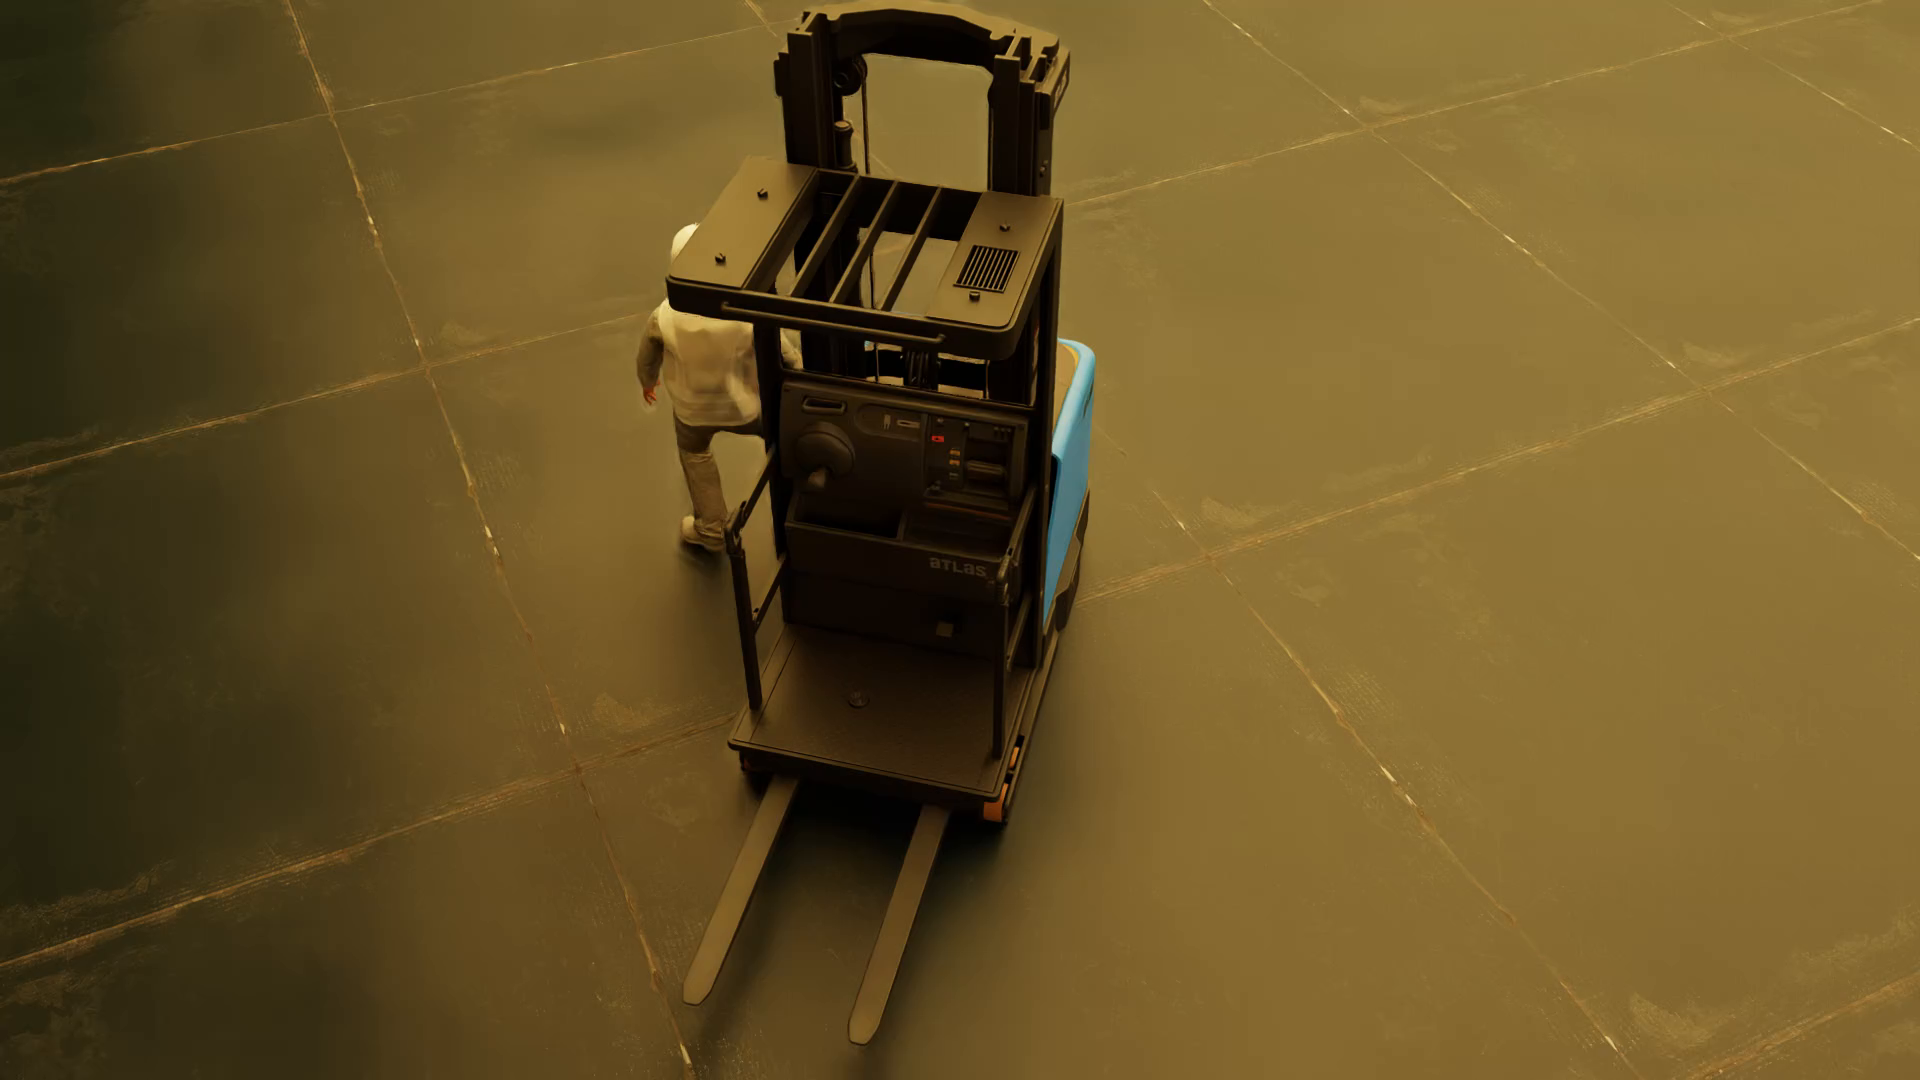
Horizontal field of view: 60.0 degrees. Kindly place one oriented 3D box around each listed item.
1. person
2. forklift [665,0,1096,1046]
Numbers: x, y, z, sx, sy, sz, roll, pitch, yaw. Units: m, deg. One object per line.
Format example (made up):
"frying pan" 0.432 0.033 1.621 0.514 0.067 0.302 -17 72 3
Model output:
"person" -1.025 -0.652 7.331 0.783 1.741 0.478 1 43 1
"forklift" -0.265 -0.245 5.943 1.130 2.935 3.031 10 44 11
